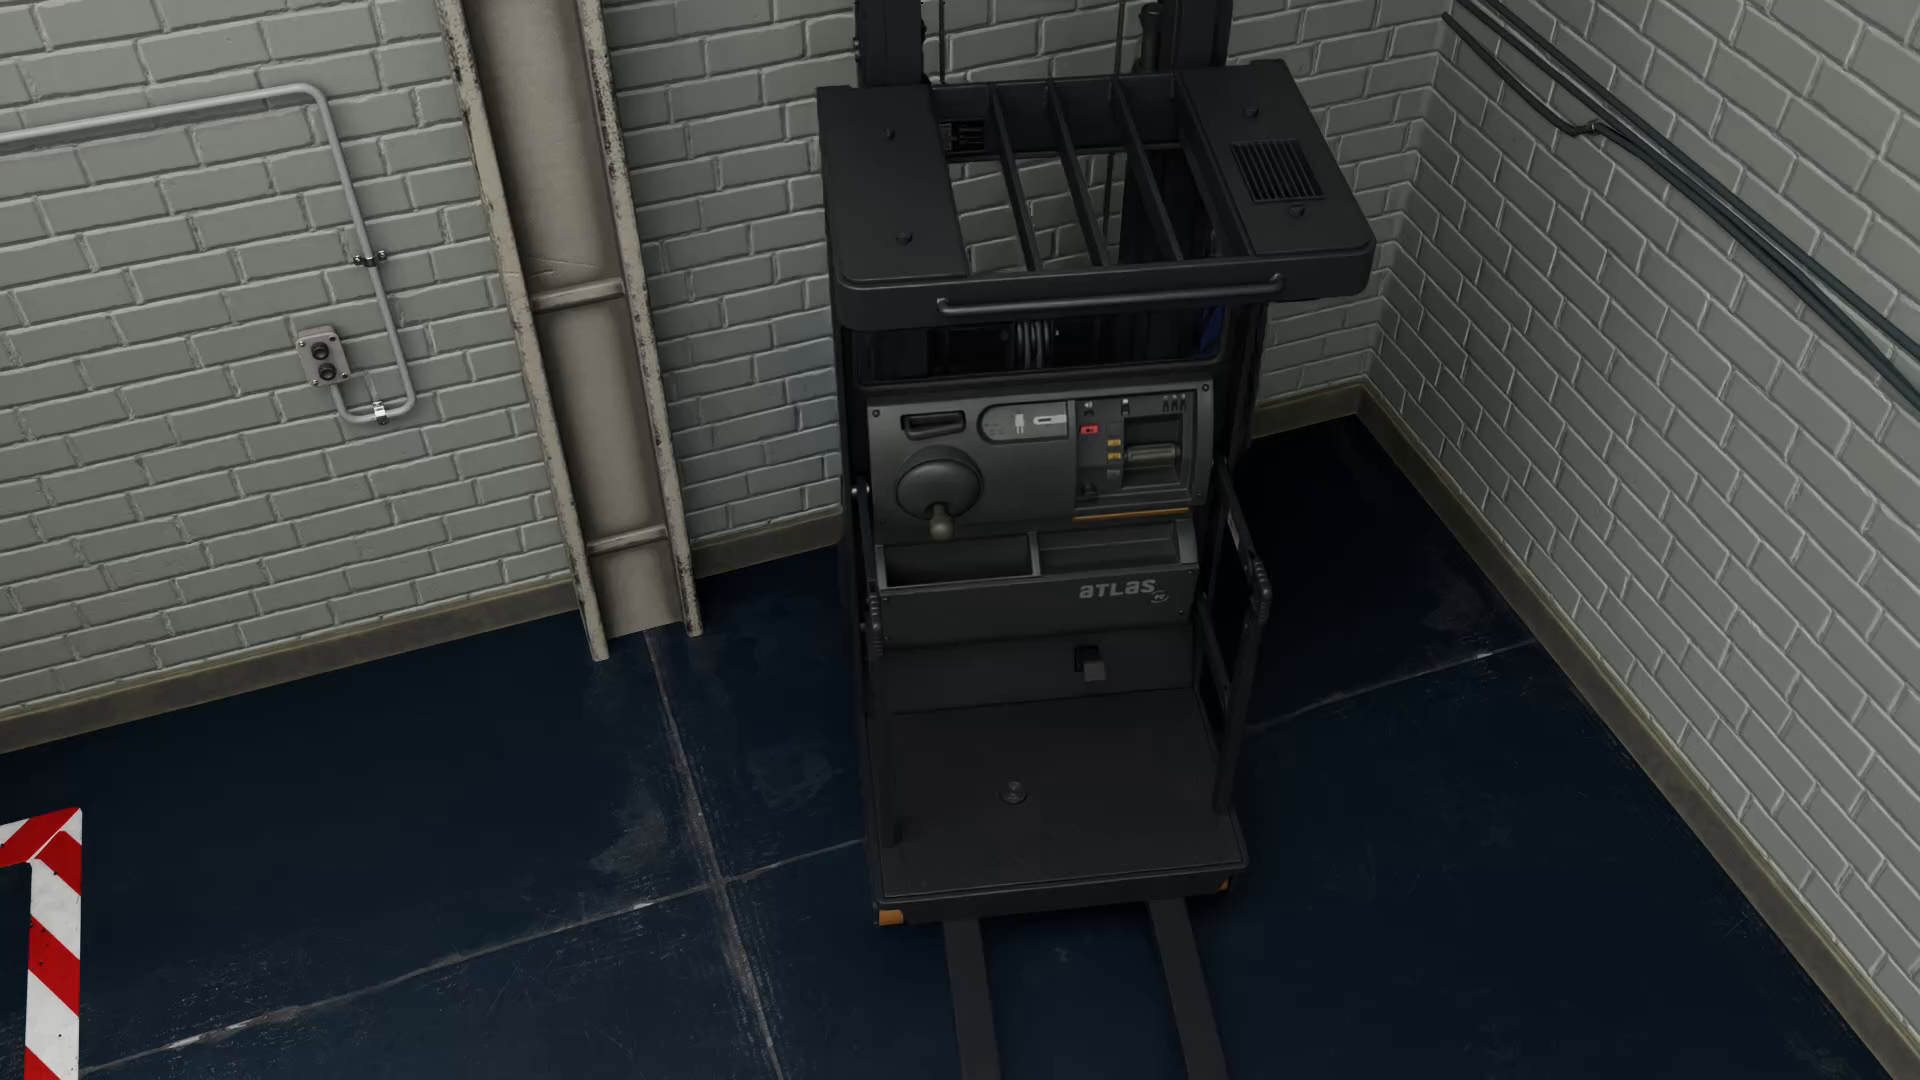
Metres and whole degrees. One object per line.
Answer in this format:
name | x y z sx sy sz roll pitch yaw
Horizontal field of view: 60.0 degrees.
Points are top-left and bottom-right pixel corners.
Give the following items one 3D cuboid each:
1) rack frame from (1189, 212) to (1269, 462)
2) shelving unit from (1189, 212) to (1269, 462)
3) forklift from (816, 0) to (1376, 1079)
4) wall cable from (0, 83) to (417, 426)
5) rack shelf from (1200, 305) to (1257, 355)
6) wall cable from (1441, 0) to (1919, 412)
rack frame | 0.945 -0.751 5.852 0.032 1.500 0.500 30 54 27
shelving unit | 0.552 -0.974 6.085 1.048 1.500 0.538 30 54 27
forklift | 0.248 -0.129 4.309 1.130 2.935 3.031 -5 45 -5
wall cable | -2.510 -0.852 4.265 1.851 1.984 0.084 -14 47 -14
rack shelf | 0.557 -0.849 6.214 1.000 0.185 0.538 30 54 27
wall cable | 2.048 -1.699 3.783 0.112 2.526 3.097 -14 47 -14
